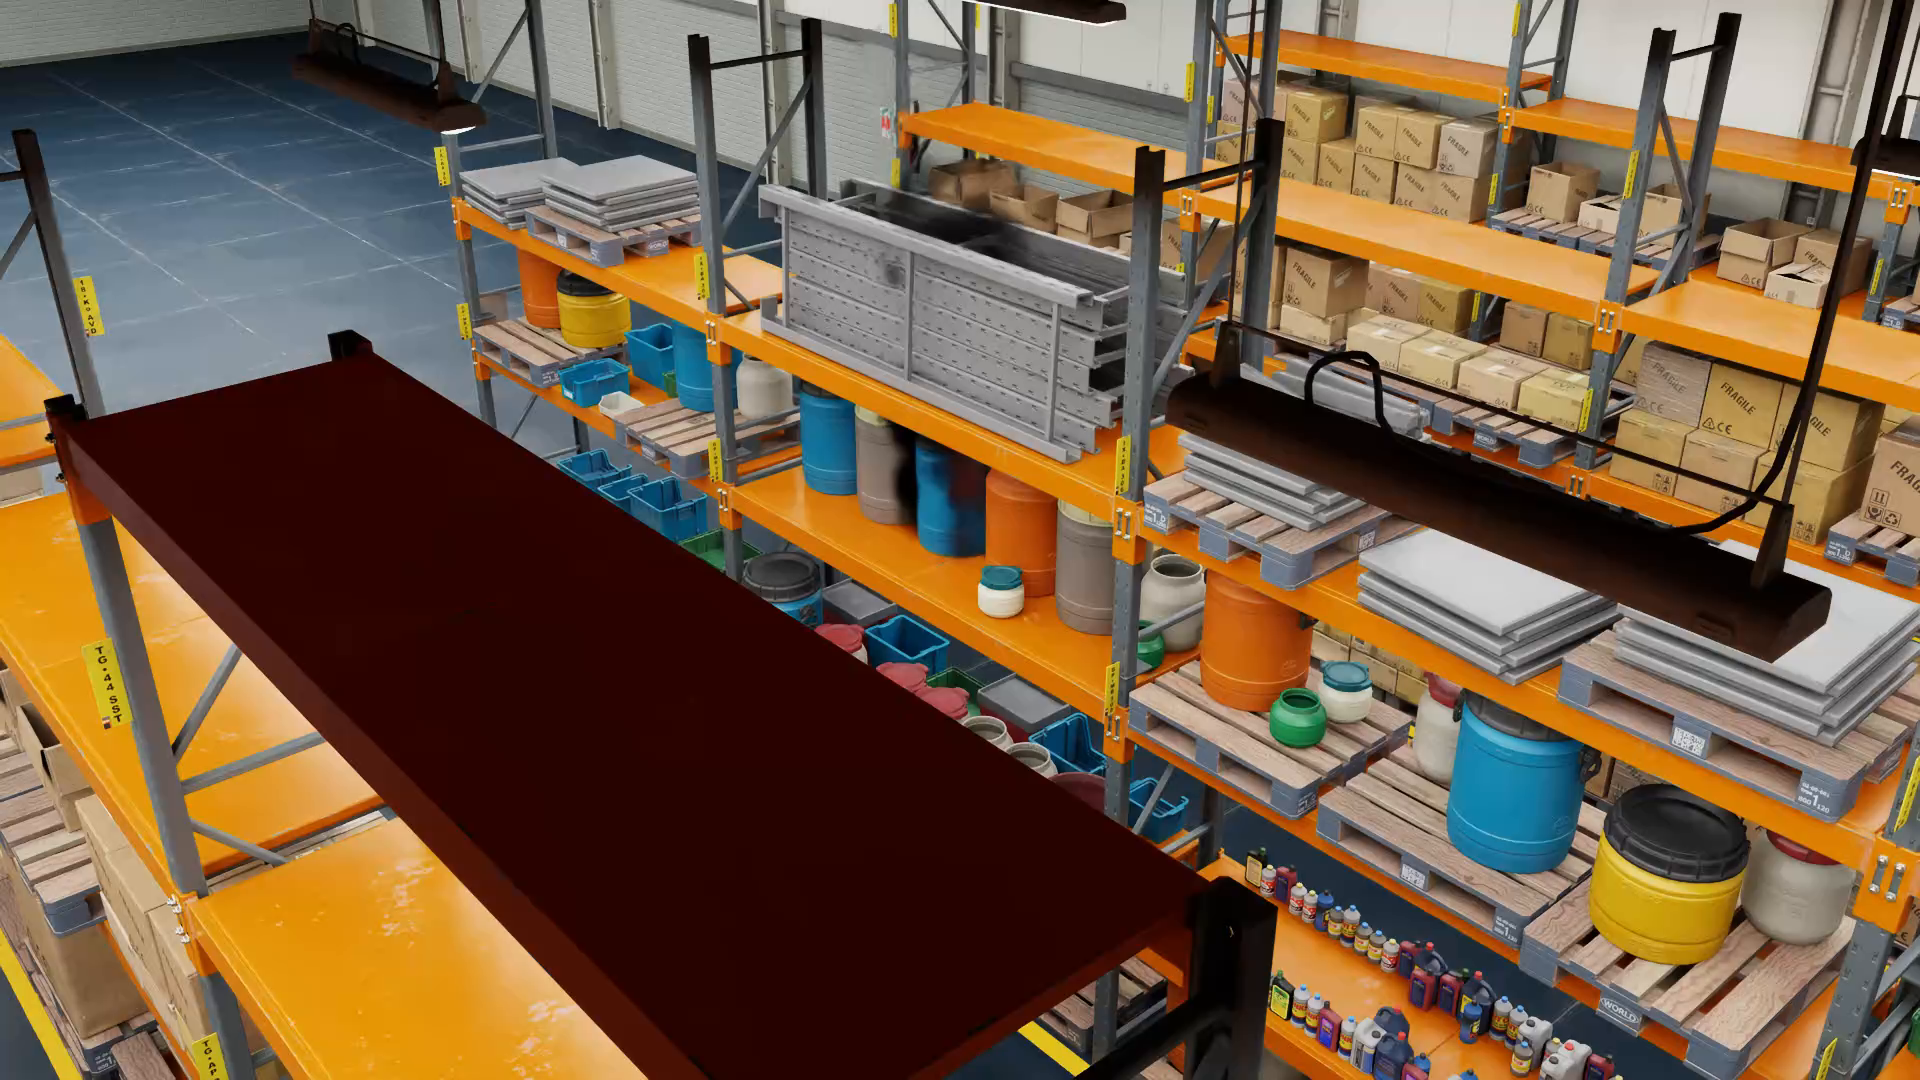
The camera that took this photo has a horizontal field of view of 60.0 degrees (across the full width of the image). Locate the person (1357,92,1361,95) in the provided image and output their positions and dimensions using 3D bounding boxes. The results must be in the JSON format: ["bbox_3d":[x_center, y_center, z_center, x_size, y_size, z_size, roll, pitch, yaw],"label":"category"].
[{"bbox_3d":[-9.490,-0.988,15.371,17.254,3.679,25.824,17,31,29],"label":"person"}]

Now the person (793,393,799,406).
[{"bbox_3d":[-2.132,-2.039,19.794,0.768,1.665,0.601,-6,28,-11],"label":"person"}]

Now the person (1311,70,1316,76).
[{"bbox_3d":[1.364,-0.810,14.685,14.219,3.694,6.710,-23,35,-37],"label":"person"}]
